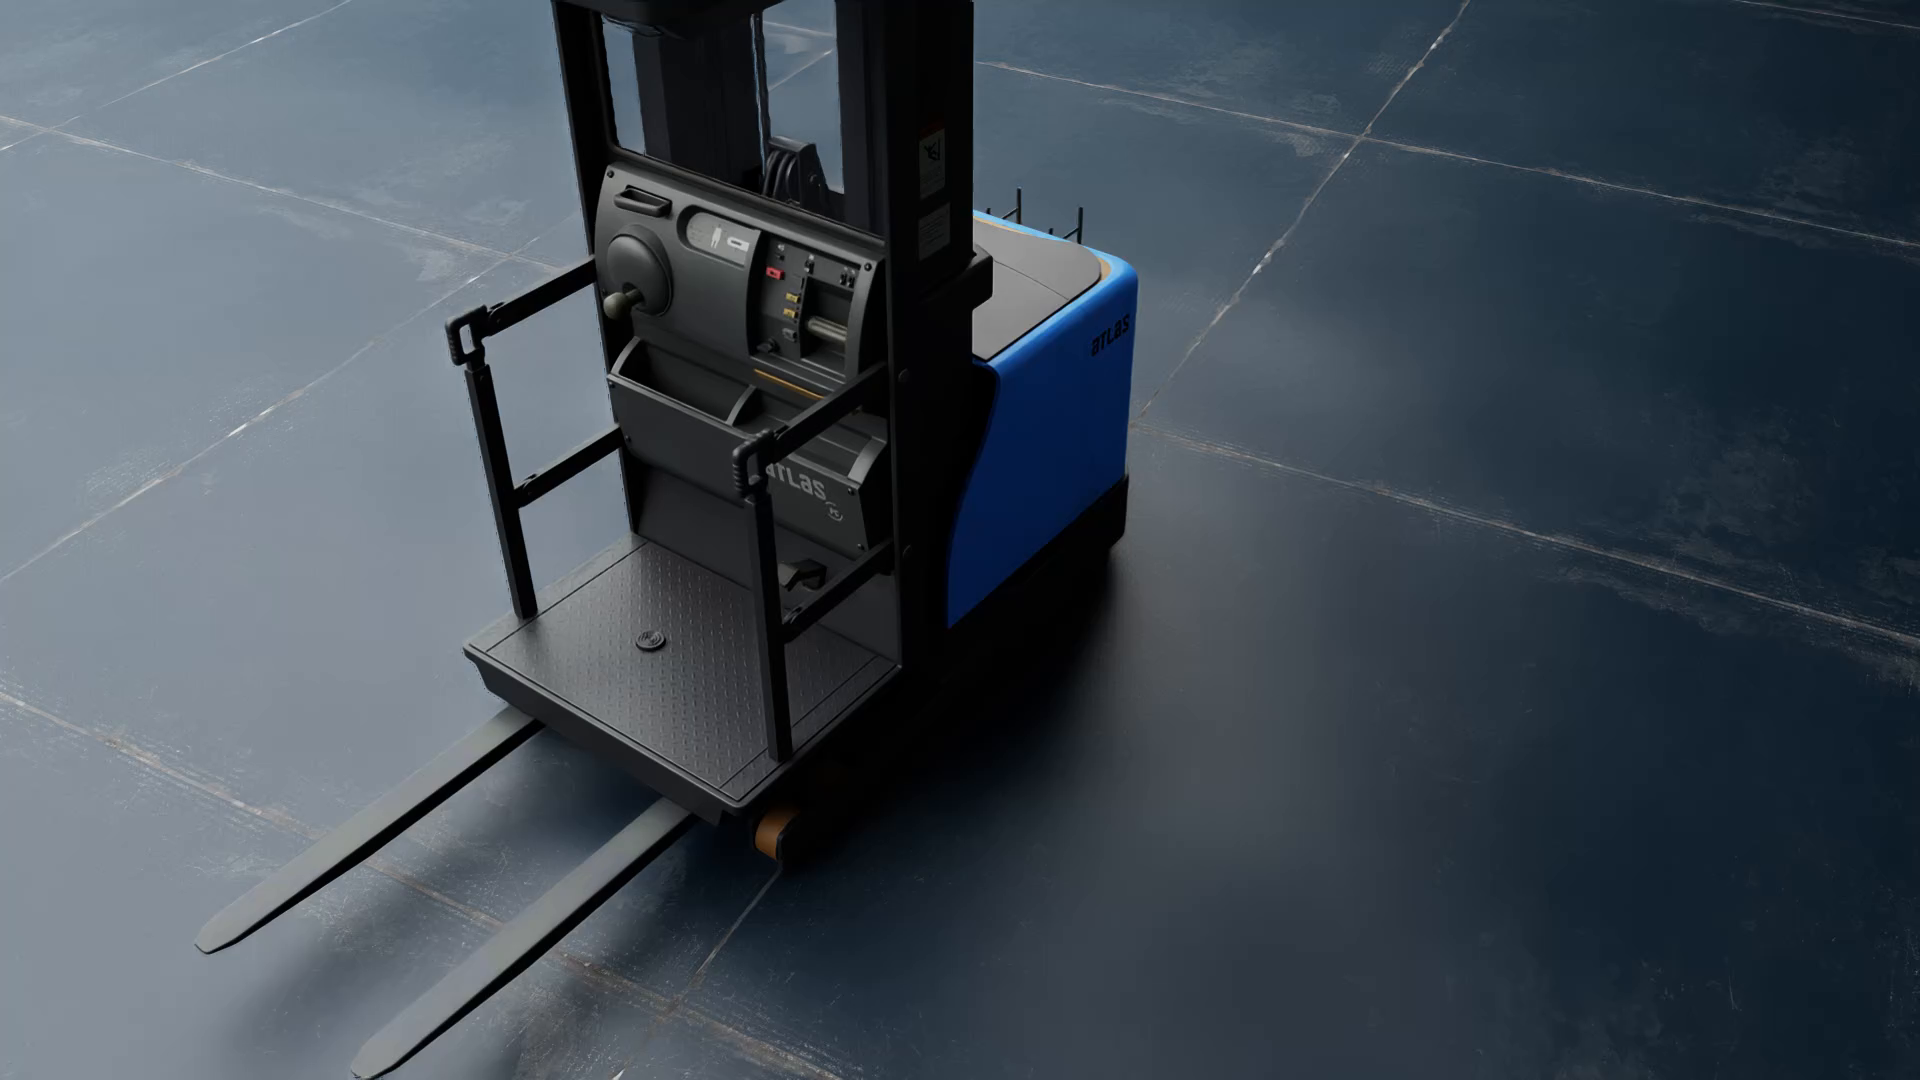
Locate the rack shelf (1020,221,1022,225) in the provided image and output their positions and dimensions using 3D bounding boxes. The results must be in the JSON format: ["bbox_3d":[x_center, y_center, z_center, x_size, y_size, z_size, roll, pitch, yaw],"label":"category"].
[{"bbox_3d":[0.244,-0.888,5.599,0.240,0.259,0.215,23,43,28],"label":"rack shelf"}]

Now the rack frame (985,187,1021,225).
[{"bbox_3d":[0.144,-0.713,5.821,0.008,1.050,0.200,23,43,28],"label":"rack frame"}]

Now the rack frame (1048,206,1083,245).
[{"bbox_3d":[0.343,-0.627,5.708,0.008,1.050,0.200,23,43,28],"label":"rack frame"}]

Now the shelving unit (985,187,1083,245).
[{"bbox_3d":[0.244,-0.670,5.764,0.252,1.050,0.215,23,43,28],"label":"shelving unit"}]

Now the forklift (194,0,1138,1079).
[{"bbox_3d":[-0.715,-0.619,4.141,1.130,2.935,3.031,24,43,28],"label":"forklift"}]
